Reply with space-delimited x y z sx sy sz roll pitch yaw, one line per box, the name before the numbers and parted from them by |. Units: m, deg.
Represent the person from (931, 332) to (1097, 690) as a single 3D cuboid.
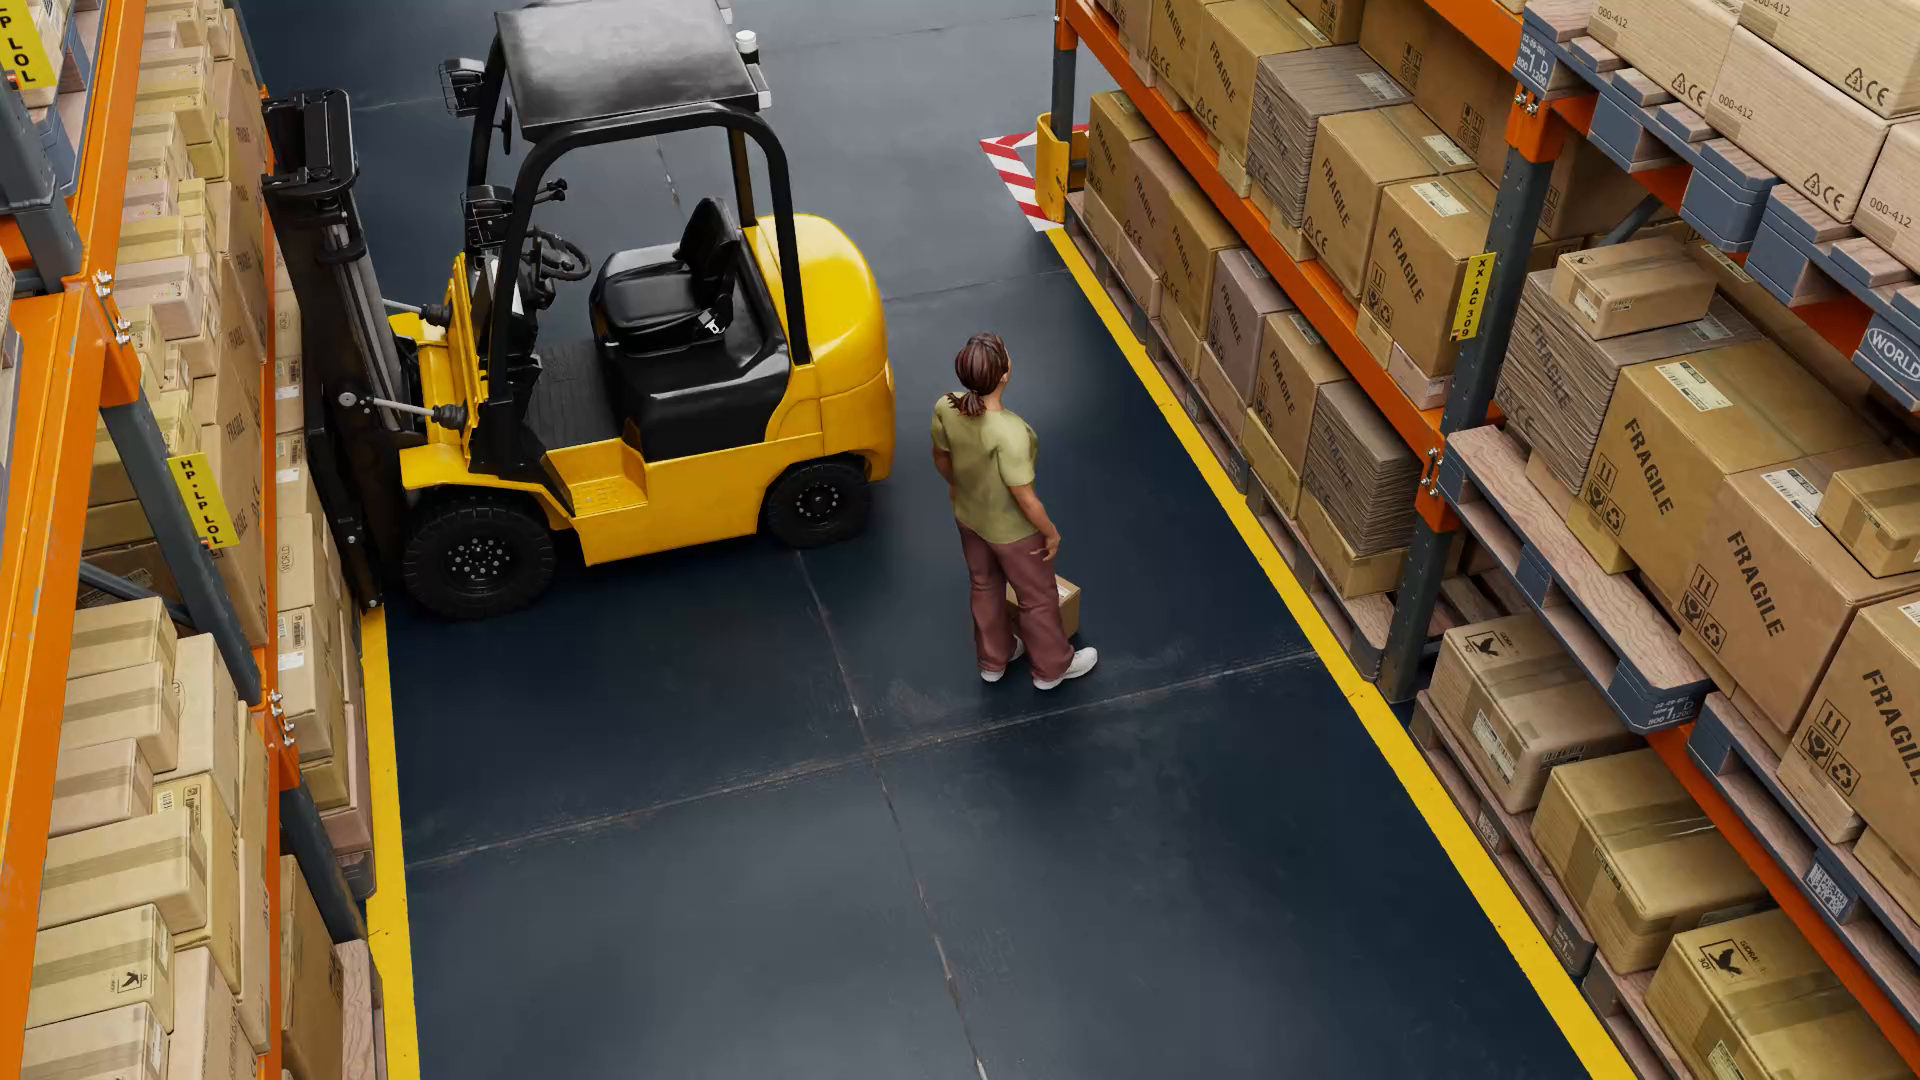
person | 0.196 -0.111 6.271 0.555 1.675 0.549 33 52 31
